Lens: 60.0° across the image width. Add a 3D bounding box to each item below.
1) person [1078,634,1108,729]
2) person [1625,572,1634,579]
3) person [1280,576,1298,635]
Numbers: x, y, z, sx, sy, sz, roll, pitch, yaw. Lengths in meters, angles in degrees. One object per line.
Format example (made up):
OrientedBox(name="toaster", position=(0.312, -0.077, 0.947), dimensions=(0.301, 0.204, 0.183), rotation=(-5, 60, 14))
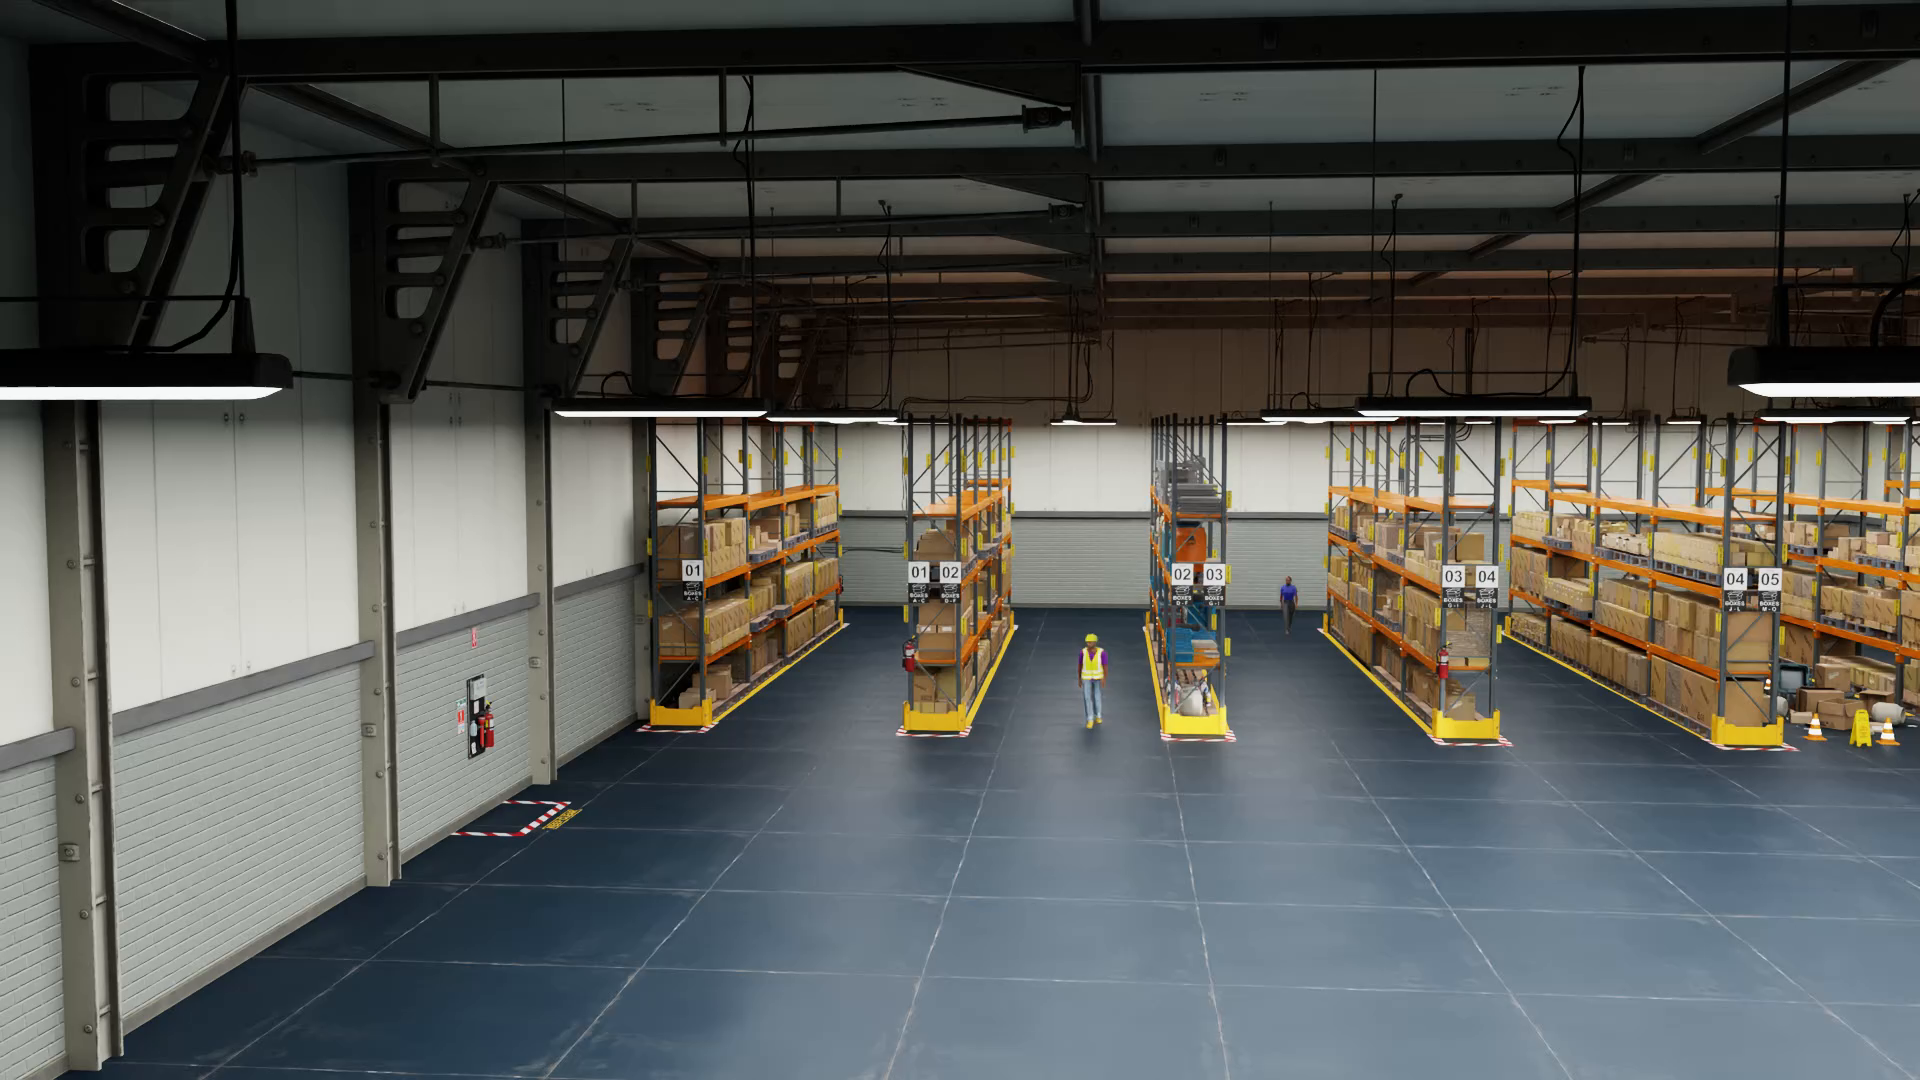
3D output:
OrientedBox(name="person", position=(2.551, 2.709, 31.958), dimensions=(0.595, 1.794, 0.774), rotation=(1, 4, 10))
OrientedBox(name="person", position=(19.371, 1.639, 48.033), dimensions=(0.559, 1.675, 0.481), rotation=(-1, 4, -11))
OrientedBox(name="person", position=(9.137, 1.800, 46.174), dimensions=(0.451, 1.594, 1.033), rotation=(0, 4, 3))
